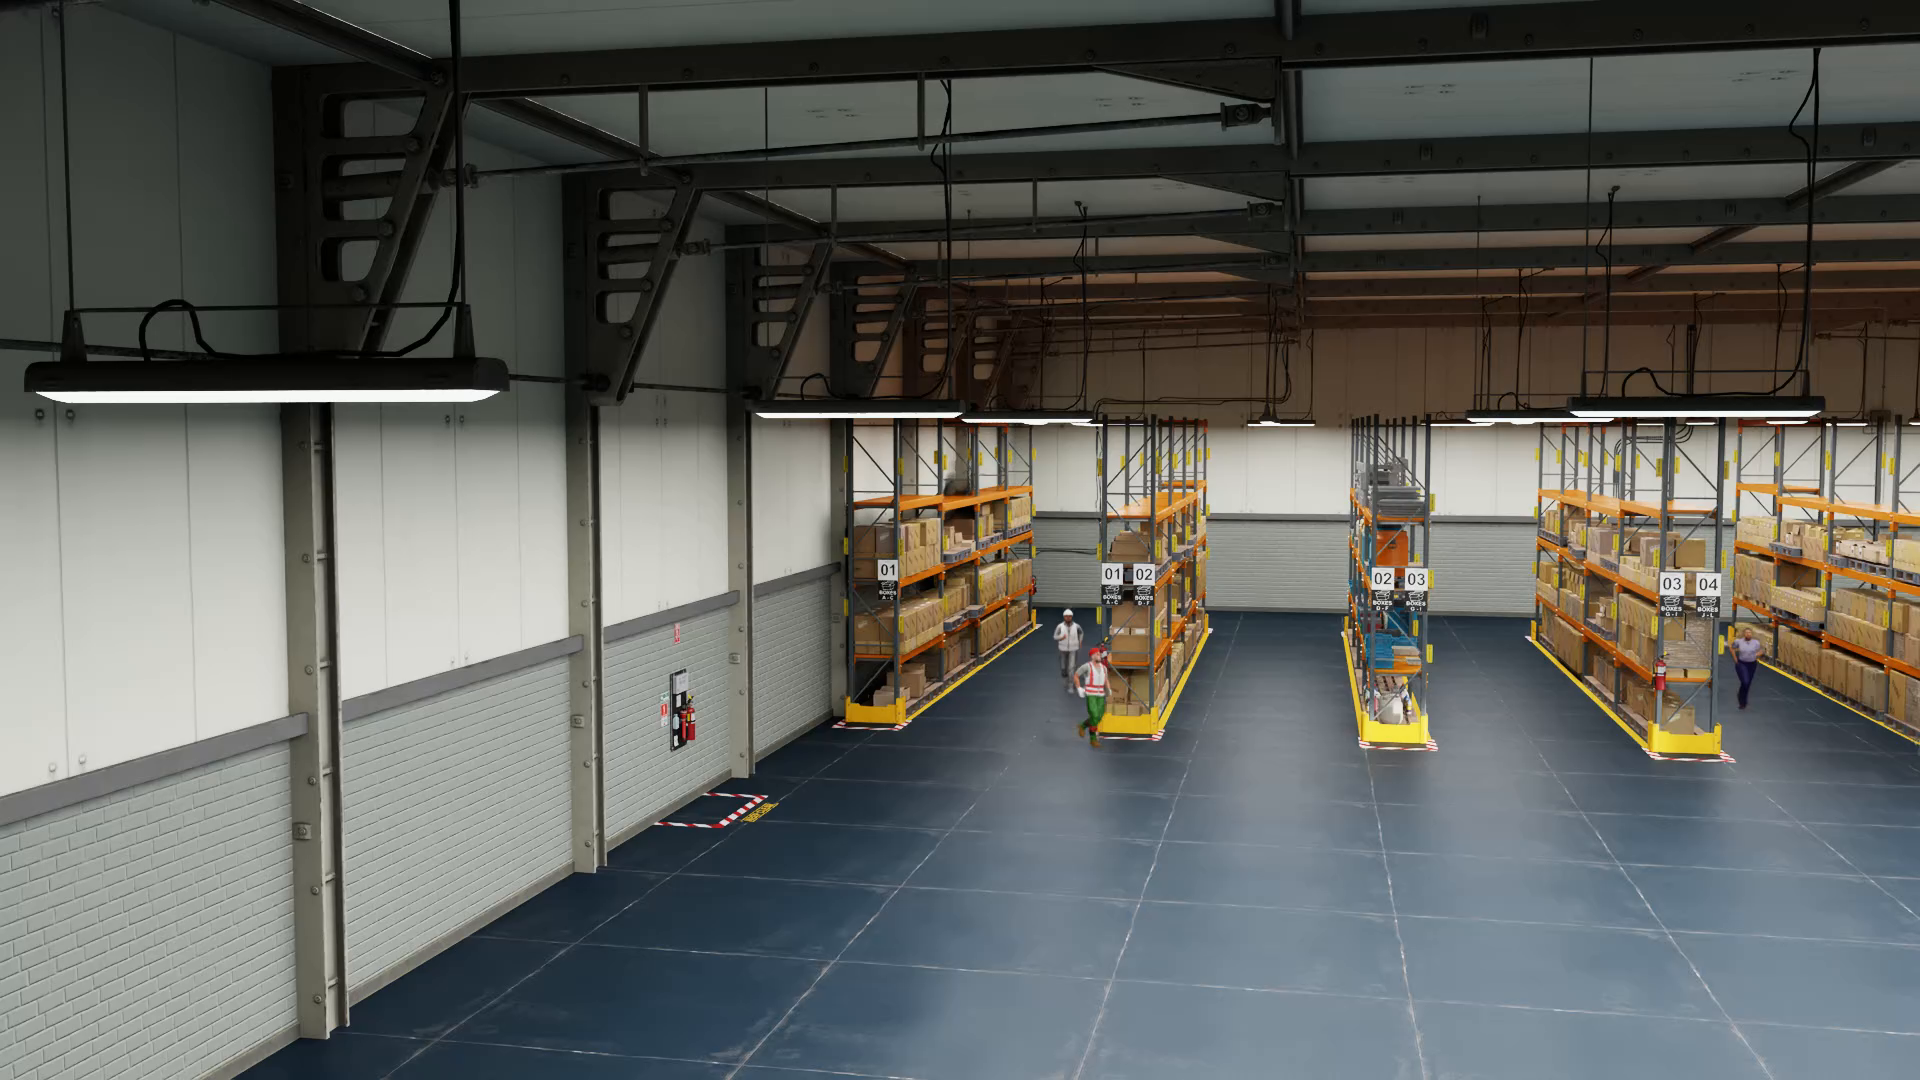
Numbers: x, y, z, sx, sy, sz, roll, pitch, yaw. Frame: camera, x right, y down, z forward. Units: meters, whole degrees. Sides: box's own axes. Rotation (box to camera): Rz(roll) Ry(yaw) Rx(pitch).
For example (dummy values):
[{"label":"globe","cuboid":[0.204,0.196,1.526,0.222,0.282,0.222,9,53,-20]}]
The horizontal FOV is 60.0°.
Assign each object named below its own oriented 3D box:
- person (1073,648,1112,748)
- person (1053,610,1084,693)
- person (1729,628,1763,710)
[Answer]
[{"label":"person","cuboid":[2.443,2.842,30.255,0.703,1.761,0.732,-2,4,-30]},{"label":"person","cuboid":[2.368,2.398,36.302,0.657,1.758,0.971,0,4,6]},{"label":"person","cuboid":[16.169,2.650,34.154,0.573,1.718,0.732,0,4,5]}]
